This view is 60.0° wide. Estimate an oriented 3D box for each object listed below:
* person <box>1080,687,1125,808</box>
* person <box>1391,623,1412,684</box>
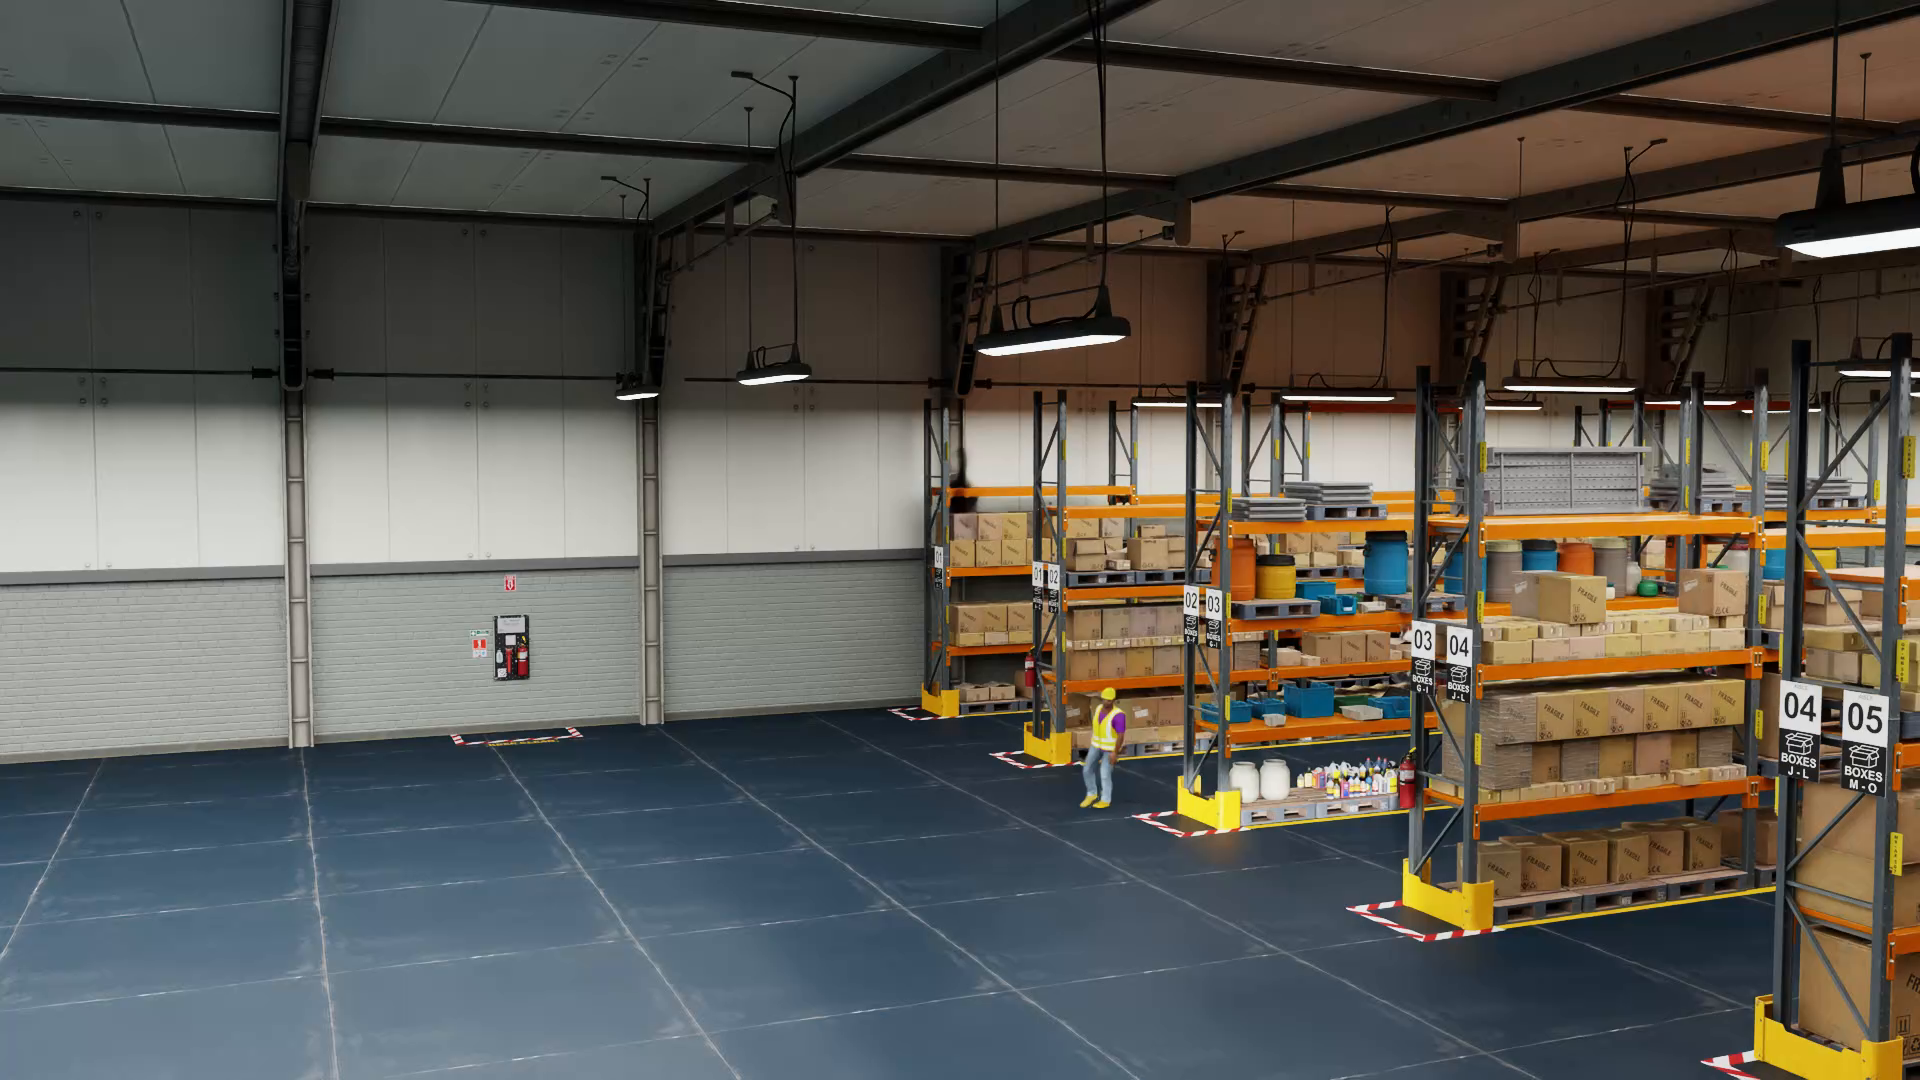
[{"bbox_3d":[2.008,2.910,23.238,0.699,1.736,0.545,2,4,35],"label":"person"},{"bbox_3d":[8.853,2.397,32.678,0.919,1.717,0.691,-1,4,-17],"label":"person"}]
